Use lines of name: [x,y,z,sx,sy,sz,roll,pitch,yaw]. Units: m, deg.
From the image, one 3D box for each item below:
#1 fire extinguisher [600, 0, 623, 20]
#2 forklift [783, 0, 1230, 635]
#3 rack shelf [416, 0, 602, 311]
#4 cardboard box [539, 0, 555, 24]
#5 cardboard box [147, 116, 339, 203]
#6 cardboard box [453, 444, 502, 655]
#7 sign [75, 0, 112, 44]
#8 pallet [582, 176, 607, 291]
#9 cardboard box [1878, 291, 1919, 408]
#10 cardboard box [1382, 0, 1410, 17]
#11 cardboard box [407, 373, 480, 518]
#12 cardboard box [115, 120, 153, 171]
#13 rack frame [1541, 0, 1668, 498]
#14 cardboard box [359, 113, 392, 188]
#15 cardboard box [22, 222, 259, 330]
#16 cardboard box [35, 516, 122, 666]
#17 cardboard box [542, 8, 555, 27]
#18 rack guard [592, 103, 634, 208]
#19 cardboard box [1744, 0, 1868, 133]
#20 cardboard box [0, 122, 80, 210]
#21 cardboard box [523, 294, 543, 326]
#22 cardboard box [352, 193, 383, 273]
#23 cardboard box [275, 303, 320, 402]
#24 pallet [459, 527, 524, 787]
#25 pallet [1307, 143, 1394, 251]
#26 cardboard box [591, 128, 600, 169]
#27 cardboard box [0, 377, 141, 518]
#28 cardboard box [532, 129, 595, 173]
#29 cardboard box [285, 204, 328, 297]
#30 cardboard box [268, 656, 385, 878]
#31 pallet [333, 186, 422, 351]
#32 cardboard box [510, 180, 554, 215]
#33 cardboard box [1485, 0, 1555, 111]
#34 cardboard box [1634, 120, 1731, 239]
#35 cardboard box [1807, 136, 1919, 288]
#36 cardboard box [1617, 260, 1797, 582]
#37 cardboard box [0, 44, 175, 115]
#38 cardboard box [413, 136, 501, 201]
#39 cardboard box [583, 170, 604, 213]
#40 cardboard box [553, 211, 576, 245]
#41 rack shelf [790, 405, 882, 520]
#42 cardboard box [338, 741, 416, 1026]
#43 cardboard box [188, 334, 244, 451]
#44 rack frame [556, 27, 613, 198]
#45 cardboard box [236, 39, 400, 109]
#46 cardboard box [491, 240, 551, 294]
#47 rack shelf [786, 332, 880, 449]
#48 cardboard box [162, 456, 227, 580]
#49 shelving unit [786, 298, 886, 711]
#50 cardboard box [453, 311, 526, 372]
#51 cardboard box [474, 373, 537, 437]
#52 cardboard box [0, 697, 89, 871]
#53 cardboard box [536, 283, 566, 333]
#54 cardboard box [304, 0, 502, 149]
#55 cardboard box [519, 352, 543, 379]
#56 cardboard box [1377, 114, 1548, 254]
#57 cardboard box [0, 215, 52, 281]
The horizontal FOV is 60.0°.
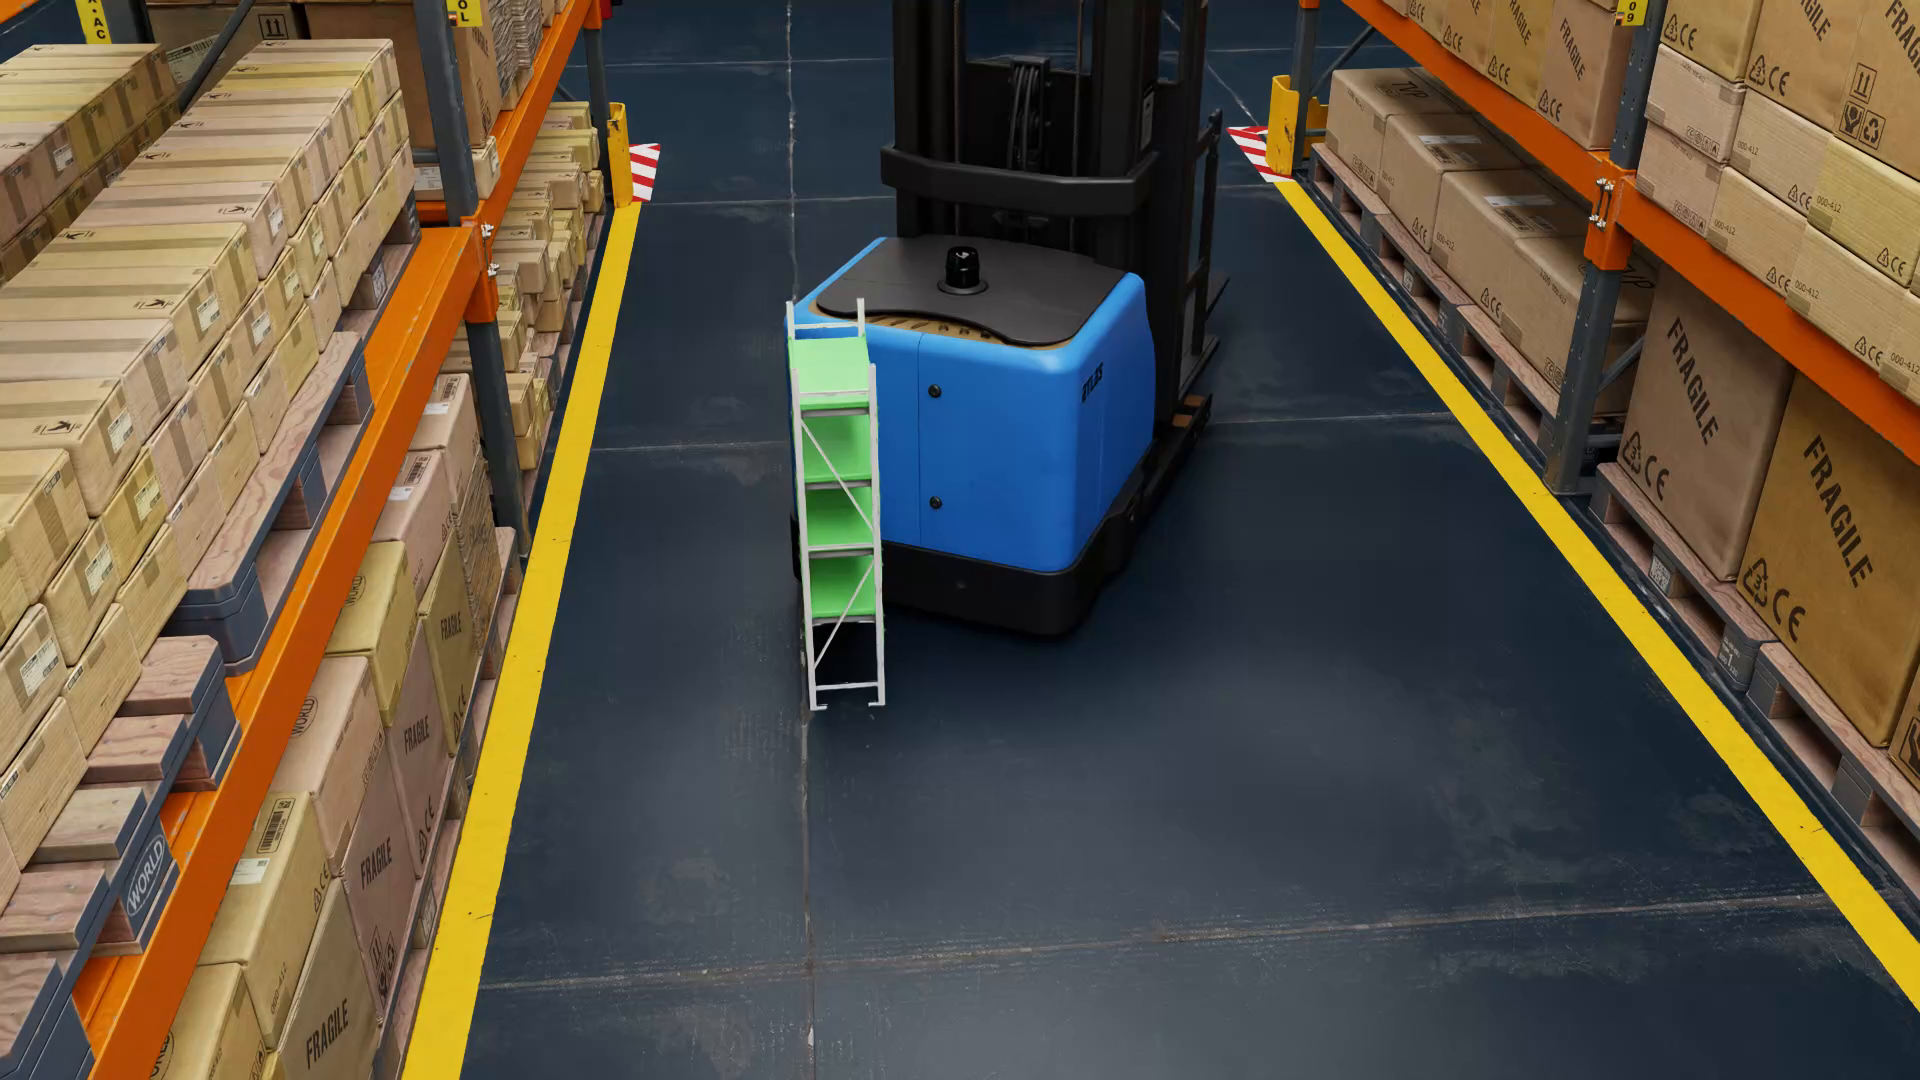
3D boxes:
fire extinguisher: [-2.033,-3.221,9.156,0.296,0.674,0.183,-3,31,-5]
forklift: [0.417,-1.682,6.207,1.130,2.935,3.031,11,33,18]
rack shelf: [-2.283,-1.933,7.263,1.077,0.370,4.000,-3,31,-5]
cardboard box: [-2.035,-2.440,7.022,0.500,0.500,0.500,-1,31,-2]
cardboard box: [-1.791,-0.950,4.171,0.380,0.149,0.250,-3,31,-5]
cardboard box: [-1.776,0.038,5.290,0.500,0.500,0.500,-3,31,-6]
sign: [-2.635,-1.563,5.097,0.100,0.325,0.005,-3,31,-5]
pallet: [-2.422,-1.611,8.741,1.003,0.211,1.213,-3,31,-5]
cardboard box: [2.721,-0.426,4.184,0.500,0.250,0.500,-3,31,-5]
cardboard box: [2.313,-2.819,7.946,0.500,0.500,0.500,-3,31,-5]
cardboard box: [-1.774,-0.282,5.094,0.500,0.250,0.500,-4,31,-6]
cardboard box: [-2.491,-1.066,4.654,0.380,0.149,0.250,-3,31,-6]
rack frame: [2.823,-1.510,5.852,1.000,3.000,0.127,-3,31,-5]
cardboard box: [-1.836,-1.093,4.700,0.380,0.149,0.250,-3,31,-4]
cardboard box: [-1.716,-0.550,3.501,0.380,0.149,0.250,-3,31,-5]
cardboard box: [-1.623,0.090,2.719,0.380,0.149,0.250,-4,31,-6]
cardboard box: [-2.091,-2.481,7.724,0.380,0.149,0.250,-4,31,-7]
rack guard: [-2.462,-2.151,9.364,1.175,0.500,0.348,-3,31,-5]
cardboard box: [2.653,-1.485,4.739,0.500,0.500,0.500,-3,31,-5]
cardboard box: [-2.442,-0.925,4.129,0.380,0.149,0.250,-3,31,-5]
cardboard box: [-2.007,-1.032,7.134,0.380,0.149,0.250,-1,31,-2]
cardboard box: [-1.815,-0.840,4.567,0.380,0.149,0.250,-3,31,-5]
cardboard box: [-1.737,-0.435,3.889,0.380,0.149,0.250,-1,31,-2]
pallet: [-2.022,0.374,5.419,1.003,0.211,1.213,-3,31,-5]
pallet: [2.602,-1.950,9.309,1.003,0.211,1.213,-3,31,-5]
cardboard box: [-2.136,-2.091,8.907,0.380,0.149,0.250,-4,31,-6]
cardboard box: [-1.643,-0.150,2.831,0.380,0.149,0.250,-4,31,-7]
cardboard box: [-2.051,-1.960,8.396,0.380,0.149,0.250,-3,31,-6]
cardboard box: [-1.763,-0.694,4.032,0.380,0.149,0.250,-4,31,-7]
cardboard box: [-1.626,0.516,3.757,0.500,0.250,0.500,-3,31,-4]
pallet: [-2.169,-0.741,4.753,1.003,0.211,1.213,-3,31,-5]
cardboard box: [-2.095,-1.550,7.710,0.380,0.149,0.250,-4,31,-6]
cardboard box: [2.472,-2.040,6.642,0.500,0.500,0.500,-3,31,-6]
cardboard box: [2.601,-1.208,5.494,0.500,0.250,0.500,-3,31,-6]
cardboard box: [2.681,-0.898,4.487,0.500,0.250,0.500,-2,31,-4]
cardboard box: [2.961,-0.465,5.766,0.875,0.875,0.875,-2,31,-3]
cardboard box: [-2.517,-1.326,4.799,0.380,0.149,0.250,-1,31,-2]
cardboard box: [-1.796,-1.273,5.702,0.380,0.149,0.250,-2,31,-3]
cardboard box: [-2.088,-1.834,8.766,0.380,0.149,0.250,-2,31,-3]
cardboard box: [-2.019,-1.431,7.801,0.380,0.149,0.250,-1,31,-2]
rack shelf: [-0.389,-0.253,5.160,0.258,0.148,0.480,-3,31,-6]
cardboard box: [-1.637,0.822,3.976,0.500,0.500,0.500,-4,31,-6]
cardboard box: [-1.689,-0.293,3.360,0.380,0.149,0.250,-3,31,-5]
rack frame: [-2.469,-3.263,8.788,1.000,3.000,0.127,-3,31,-5]
cardboard box: [-1.864,-1.353,4.846,0.380,0.149,0.250,-1,31,-2]
cardboard box: [-1.951,-1.155,7.048,0.380,0.149,0.250,-2,31,-4]
rack shelf: [-0.389,-0.459,5.037,0.258,0.148,0.480,-3,31,-6]
cardboard box: [-1.667,-0.038,3.223,0.380,0.149,0.250,-2,31,-3]
shelving unit: [-0.389,-0.102,5.250,0.258,1.200,0.503,-3,31,-6]
cardboard box: [-1.888,-0.762,6.391,0.380,0.149,0.250,-1,31,-2]
cardboard box: [-1.811,-0.505,6.252,0.380,0.149,0.250,-1,31,-2]
cardboard box: [-1.588,0.374,2.535,0.380,0.149,0.250,-1,31,-2]
cardboard box: [-1.972,-1.039,7.435,0.380,0.149,0.250,-4,31,-6]
cardboard box: [-1.891,-1.656,5.711,0.500,0.500,0.500,-3,31,-5]
cardboard box: [-1.910,-0.639,6.765,0.380,0.149,0.250,-3,31,-5]
cardboard box: [2.705,-1.833,8.483,0.875,0.438,0.875,-2,31,-3]
cardboard box: [-2.414,-0.664,3.981,0.380,0.149,0.250,-2,31,-3]
